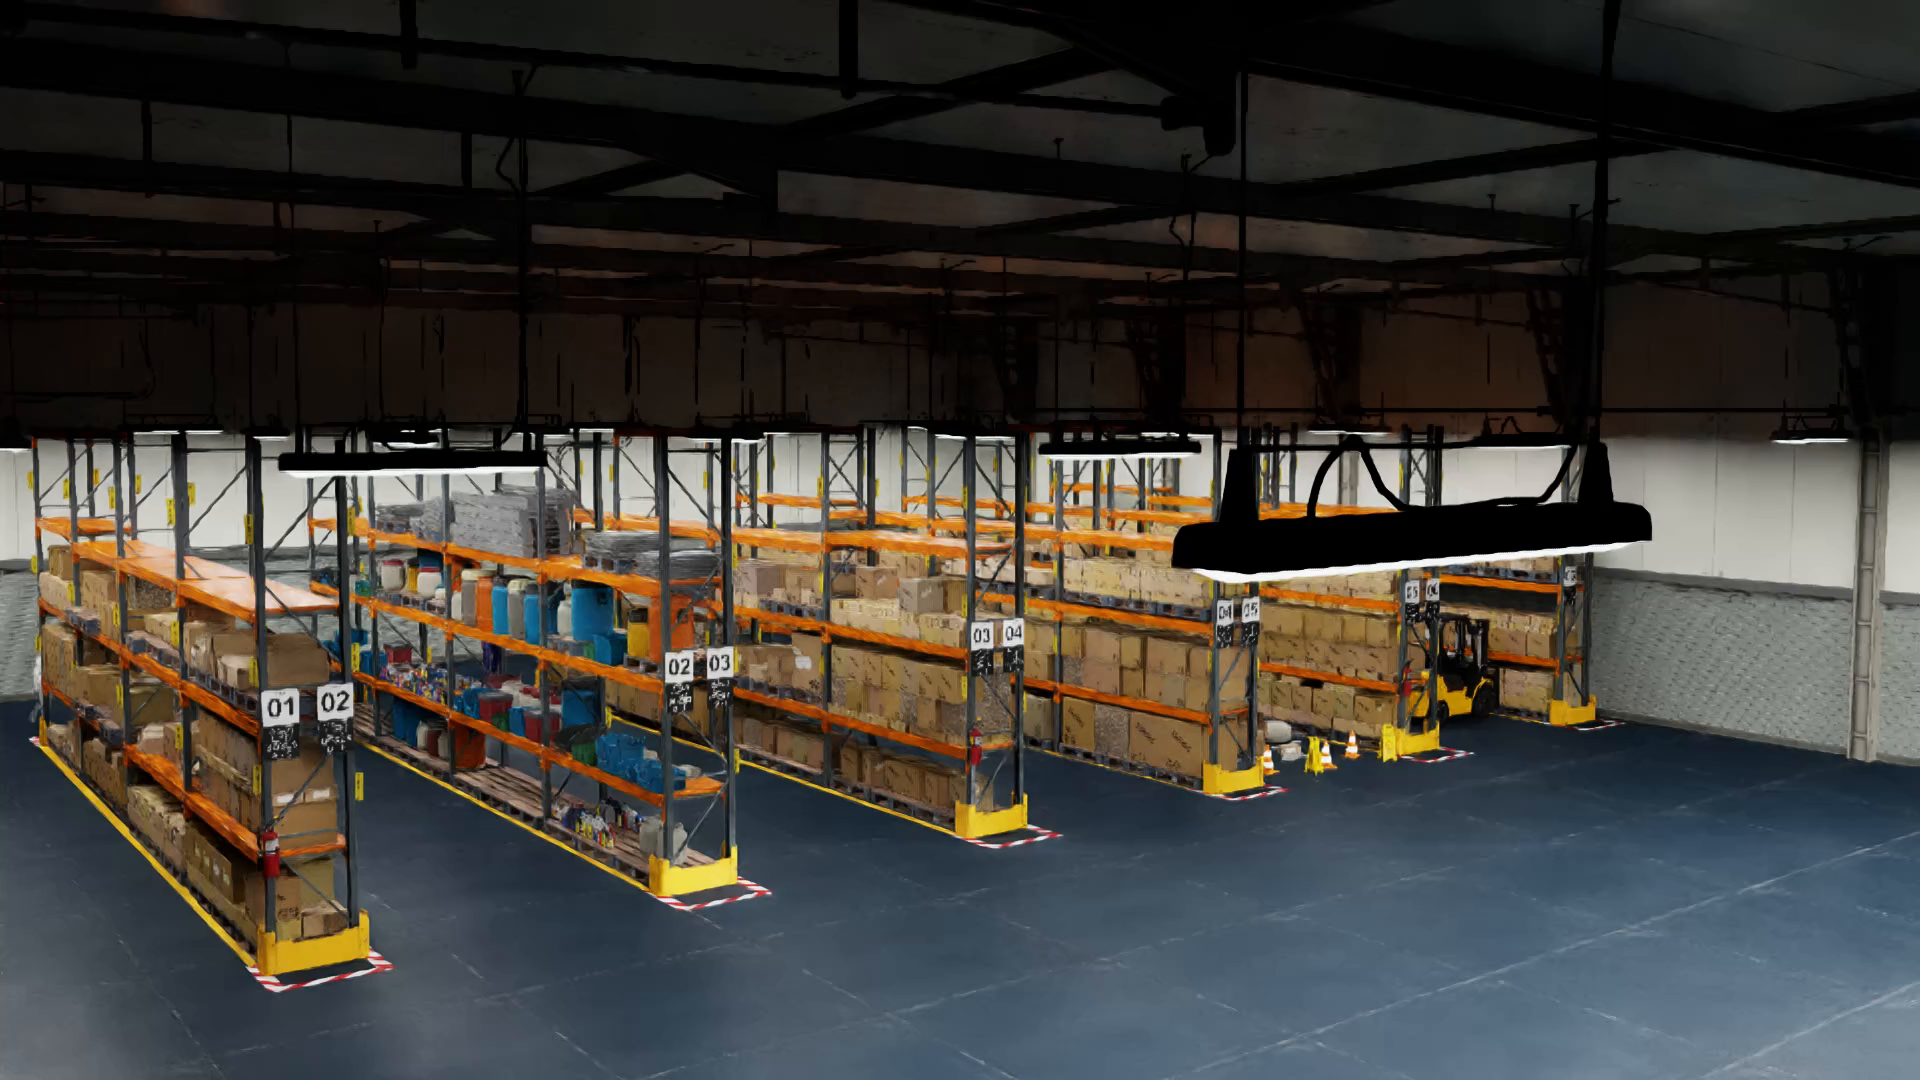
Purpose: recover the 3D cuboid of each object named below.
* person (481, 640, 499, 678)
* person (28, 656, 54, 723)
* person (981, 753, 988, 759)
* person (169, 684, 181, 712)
[{"bbox_3d":[-11.069,2.441,39.356,0.498,1.593,0.889,-2,5,-20],"label":"person"},{"bbox_3d":[-18.433,2.879,33.428,0.517,1.671,0.538,1,5,17],"label":"person"},{"bbox_3d":[0.250,3.101,30.264,0.591,1.716,1.042,-3,6,-37],"label":"person"},{"bbox_3d":[-14.554,3.145,30.996,0.417,1.480,1.037,-3,5,-34],"label":"person"}]
